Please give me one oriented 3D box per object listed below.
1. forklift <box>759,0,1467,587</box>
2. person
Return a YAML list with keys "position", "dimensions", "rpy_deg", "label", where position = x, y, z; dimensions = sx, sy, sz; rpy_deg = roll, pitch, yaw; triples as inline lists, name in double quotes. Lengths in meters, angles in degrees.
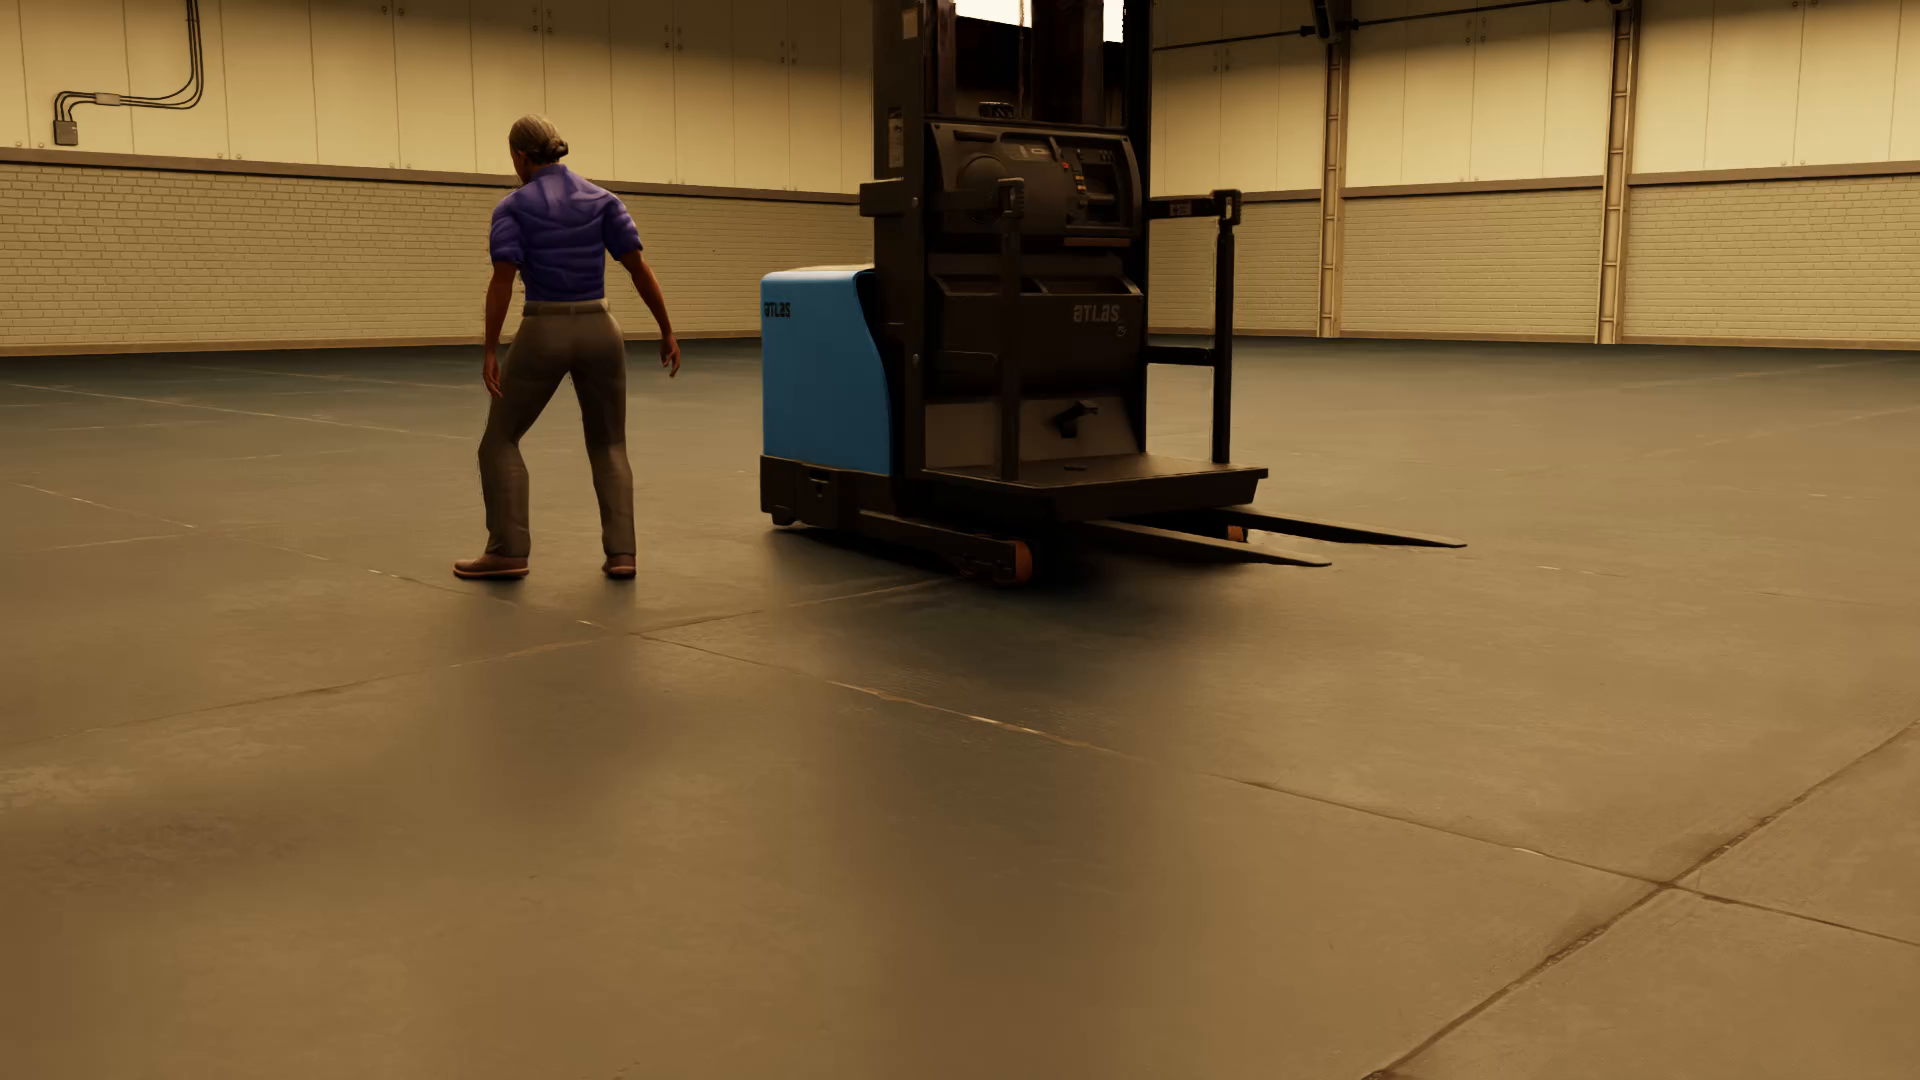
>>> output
- position: [0.416, -1.370, 5.972]
  dimensions: [1.130, 2.935, 3.031]
  rpy_deg: [-6, 10, -35]
  label: "forklift"
- position: [-1.381, -0.660, 5.810]
  dimensions: [0.797, 1.632, 0.403]
  rpy_deg: [-4, 9, -23]
  label: "person"
